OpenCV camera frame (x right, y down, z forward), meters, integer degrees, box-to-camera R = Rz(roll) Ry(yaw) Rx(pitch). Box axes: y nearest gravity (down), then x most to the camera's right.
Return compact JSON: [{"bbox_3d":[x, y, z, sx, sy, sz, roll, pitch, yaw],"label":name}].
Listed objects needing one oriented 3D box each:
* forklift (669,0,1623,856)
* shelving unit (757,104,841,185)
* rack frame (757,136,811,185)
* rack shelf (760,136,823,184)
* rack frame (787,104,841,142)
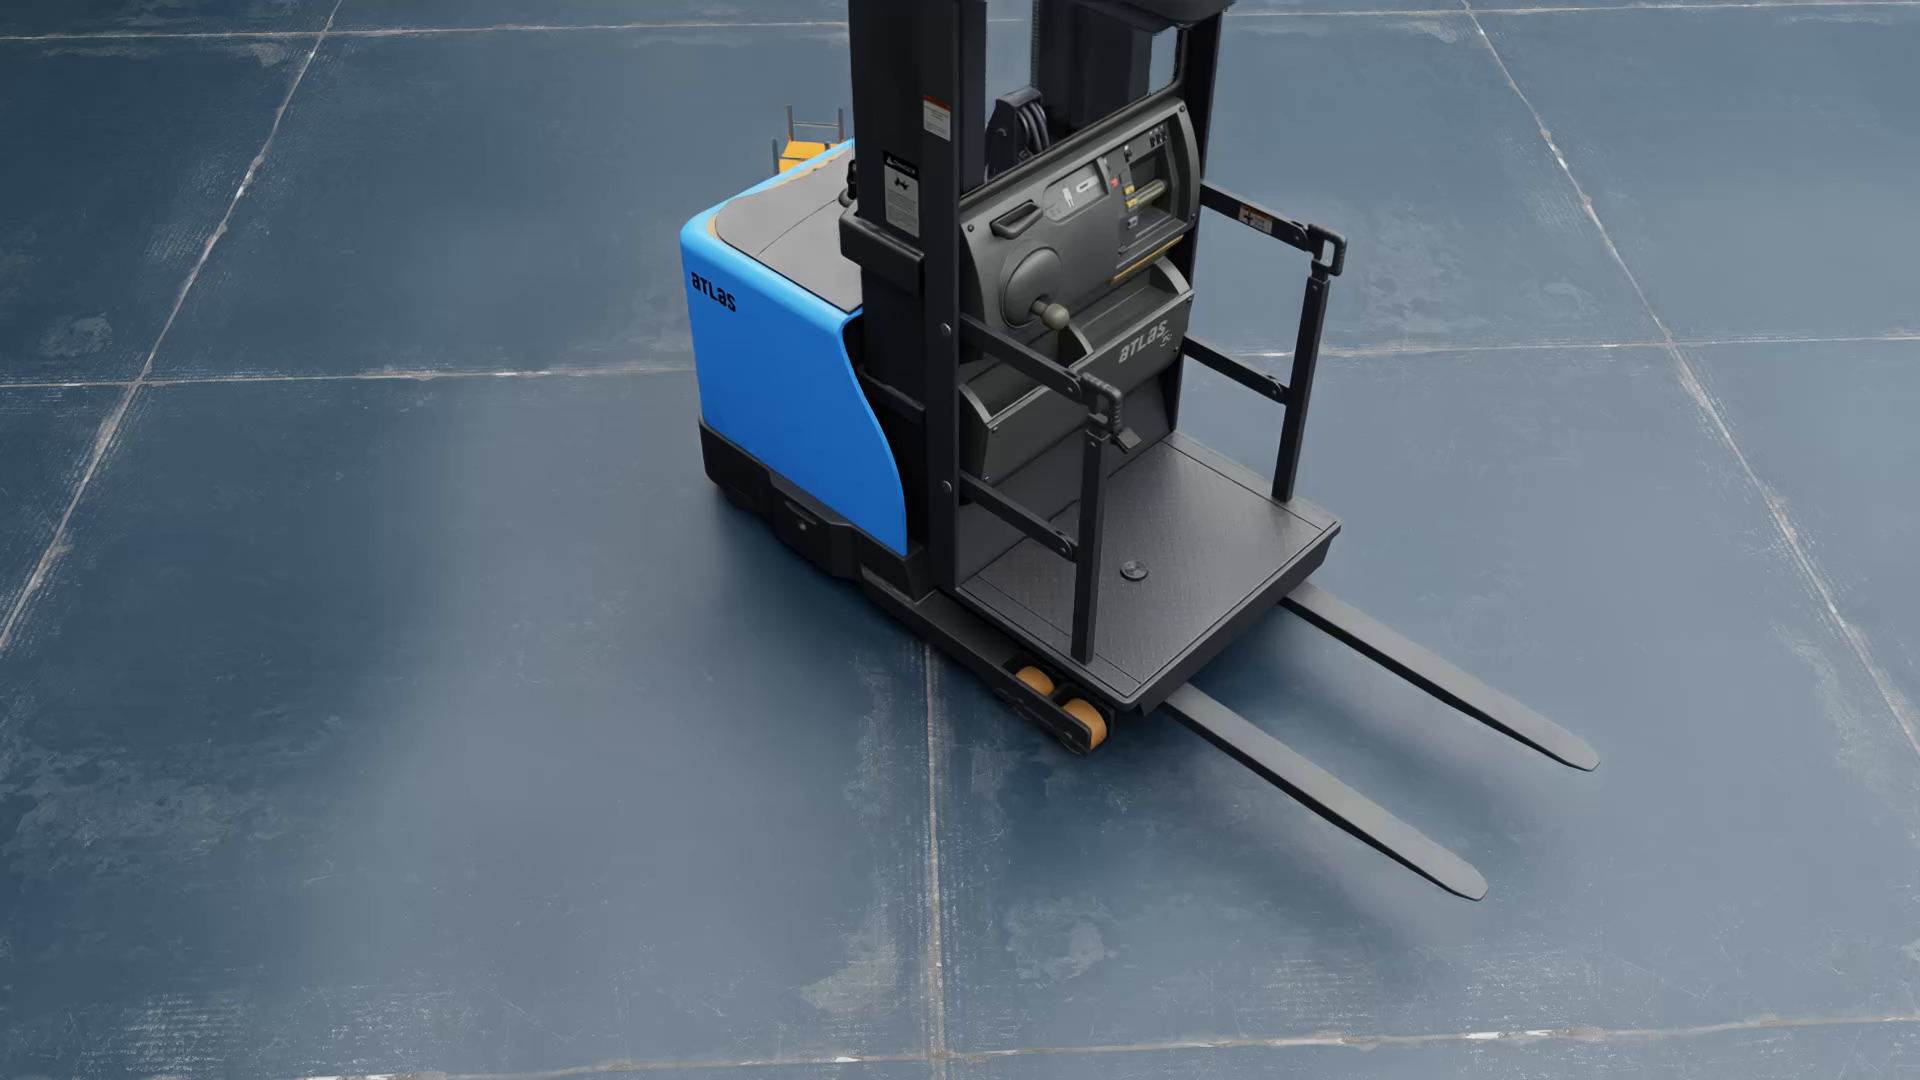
[{"bbox_3d":[0.547,-0.869,4.528,3.031,2.935,1.130,28,49,27],"label":"forklift"},{"bbox_3d":[-0.559,-1.051,6.120,0.215,1.050,0.252,15,44,15],"label":"shelving unit"},{"bbox_3d":[-0.603,-0.975,6.036,0.200,1.050,0.008,15,44,15],"label":"rack frame"},{"bbox_3d":[-0.560,-1.253,5.936,0.215,0.259,0.240,15,44,15],"label":"rack shelf"},{"bbox_3d":[-0.515,-1.128,6.204,0.200,1.050,0.008,15,44,15],"label":"rack frame"}]
